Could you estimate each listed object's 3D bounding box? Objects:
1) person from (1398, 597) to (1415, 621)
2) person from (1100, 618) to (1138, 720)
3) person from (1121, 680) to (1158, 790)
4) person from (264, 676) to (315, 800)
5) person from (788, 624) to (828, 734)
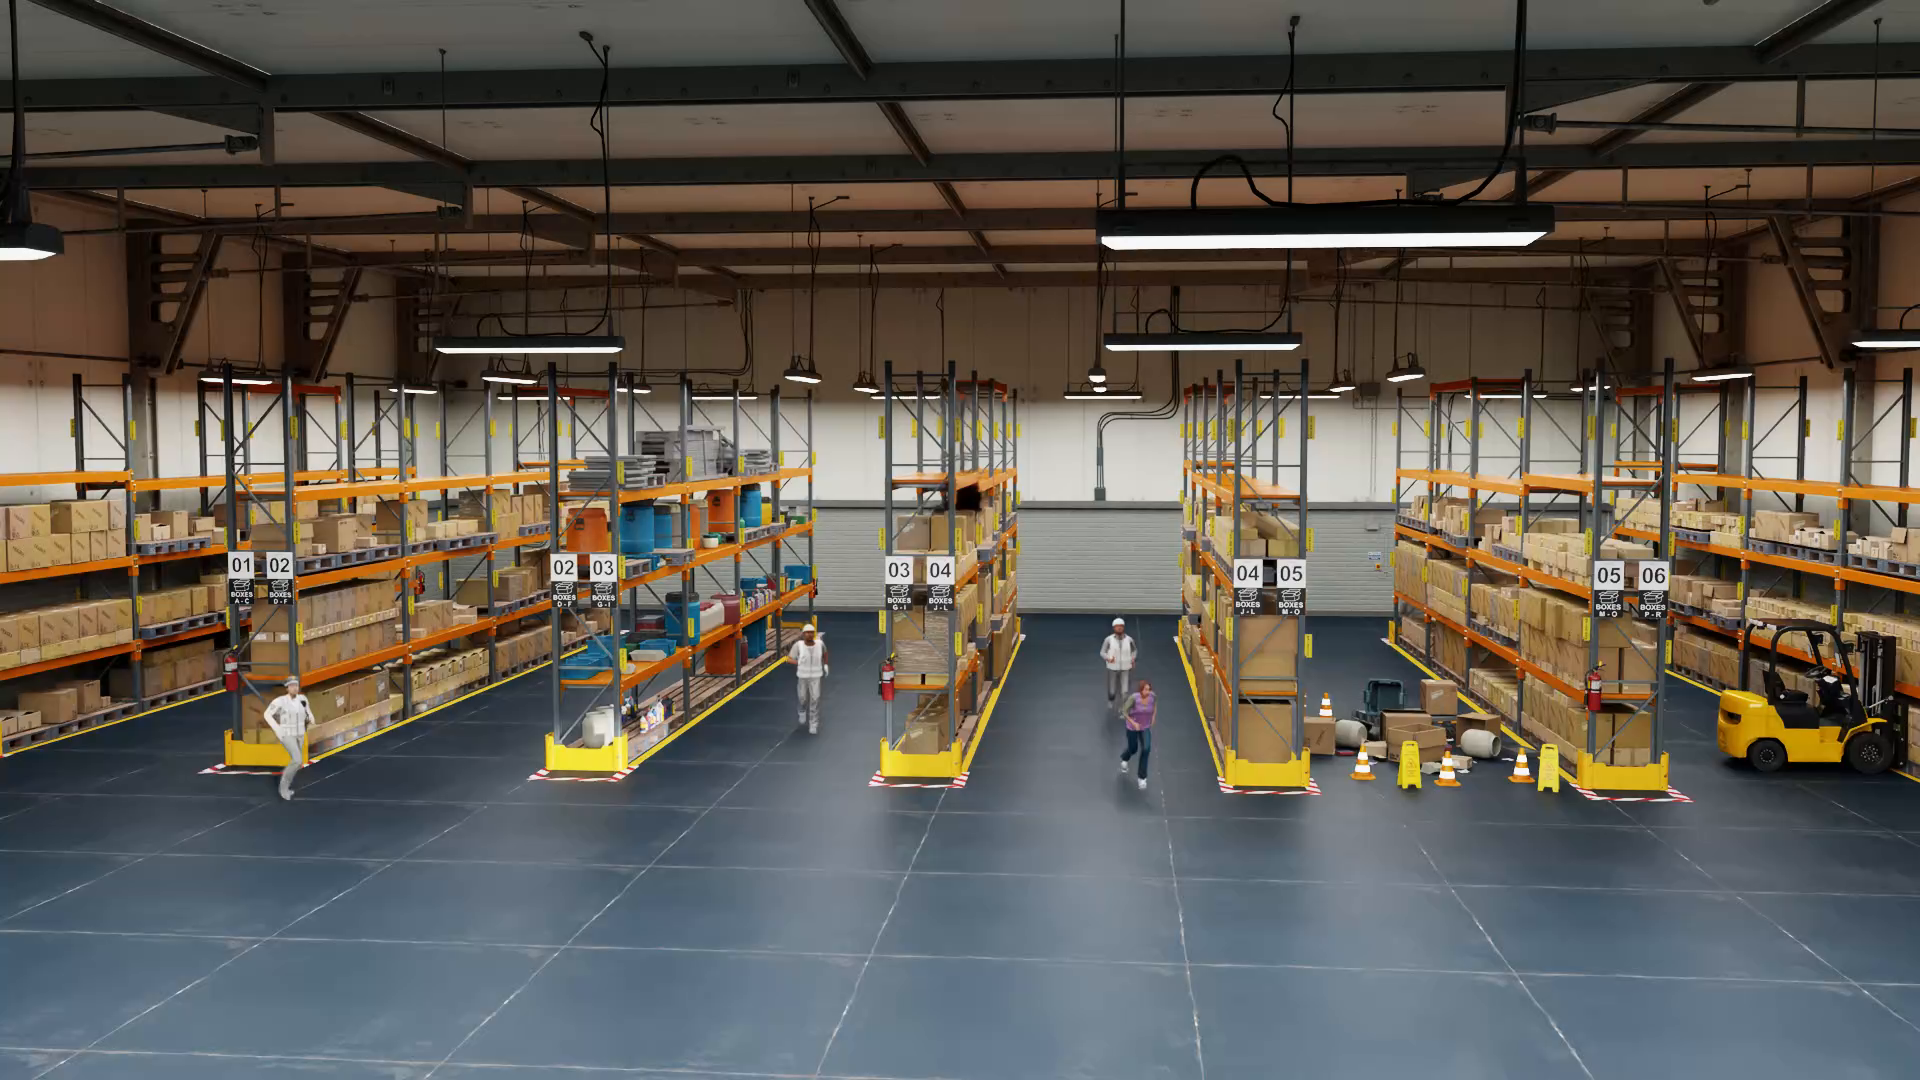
[{"bbox_3d":[10.869,1.511,40.469,0.660,1.646,0.553,0,4,-5],"label":"person"},{"bbox_3d":[2.780,2.233,28.979,0.669,1.733,0.760,0,4,-2],"label":"person"},{"bbox_3d":[2.502,2.706,23.617,0.571,1.546,0.914,-1,4,-19],"label":"person"},{"bbox_3d":[-9.052,2.682,22.626,0.642,1.690,0.587,3,5,34],"label":"person"},{"bbox_3d":[-2.511,2.274,27.593,0.703,1.767,0.943,-1,4,-12],"label":"person"}]
